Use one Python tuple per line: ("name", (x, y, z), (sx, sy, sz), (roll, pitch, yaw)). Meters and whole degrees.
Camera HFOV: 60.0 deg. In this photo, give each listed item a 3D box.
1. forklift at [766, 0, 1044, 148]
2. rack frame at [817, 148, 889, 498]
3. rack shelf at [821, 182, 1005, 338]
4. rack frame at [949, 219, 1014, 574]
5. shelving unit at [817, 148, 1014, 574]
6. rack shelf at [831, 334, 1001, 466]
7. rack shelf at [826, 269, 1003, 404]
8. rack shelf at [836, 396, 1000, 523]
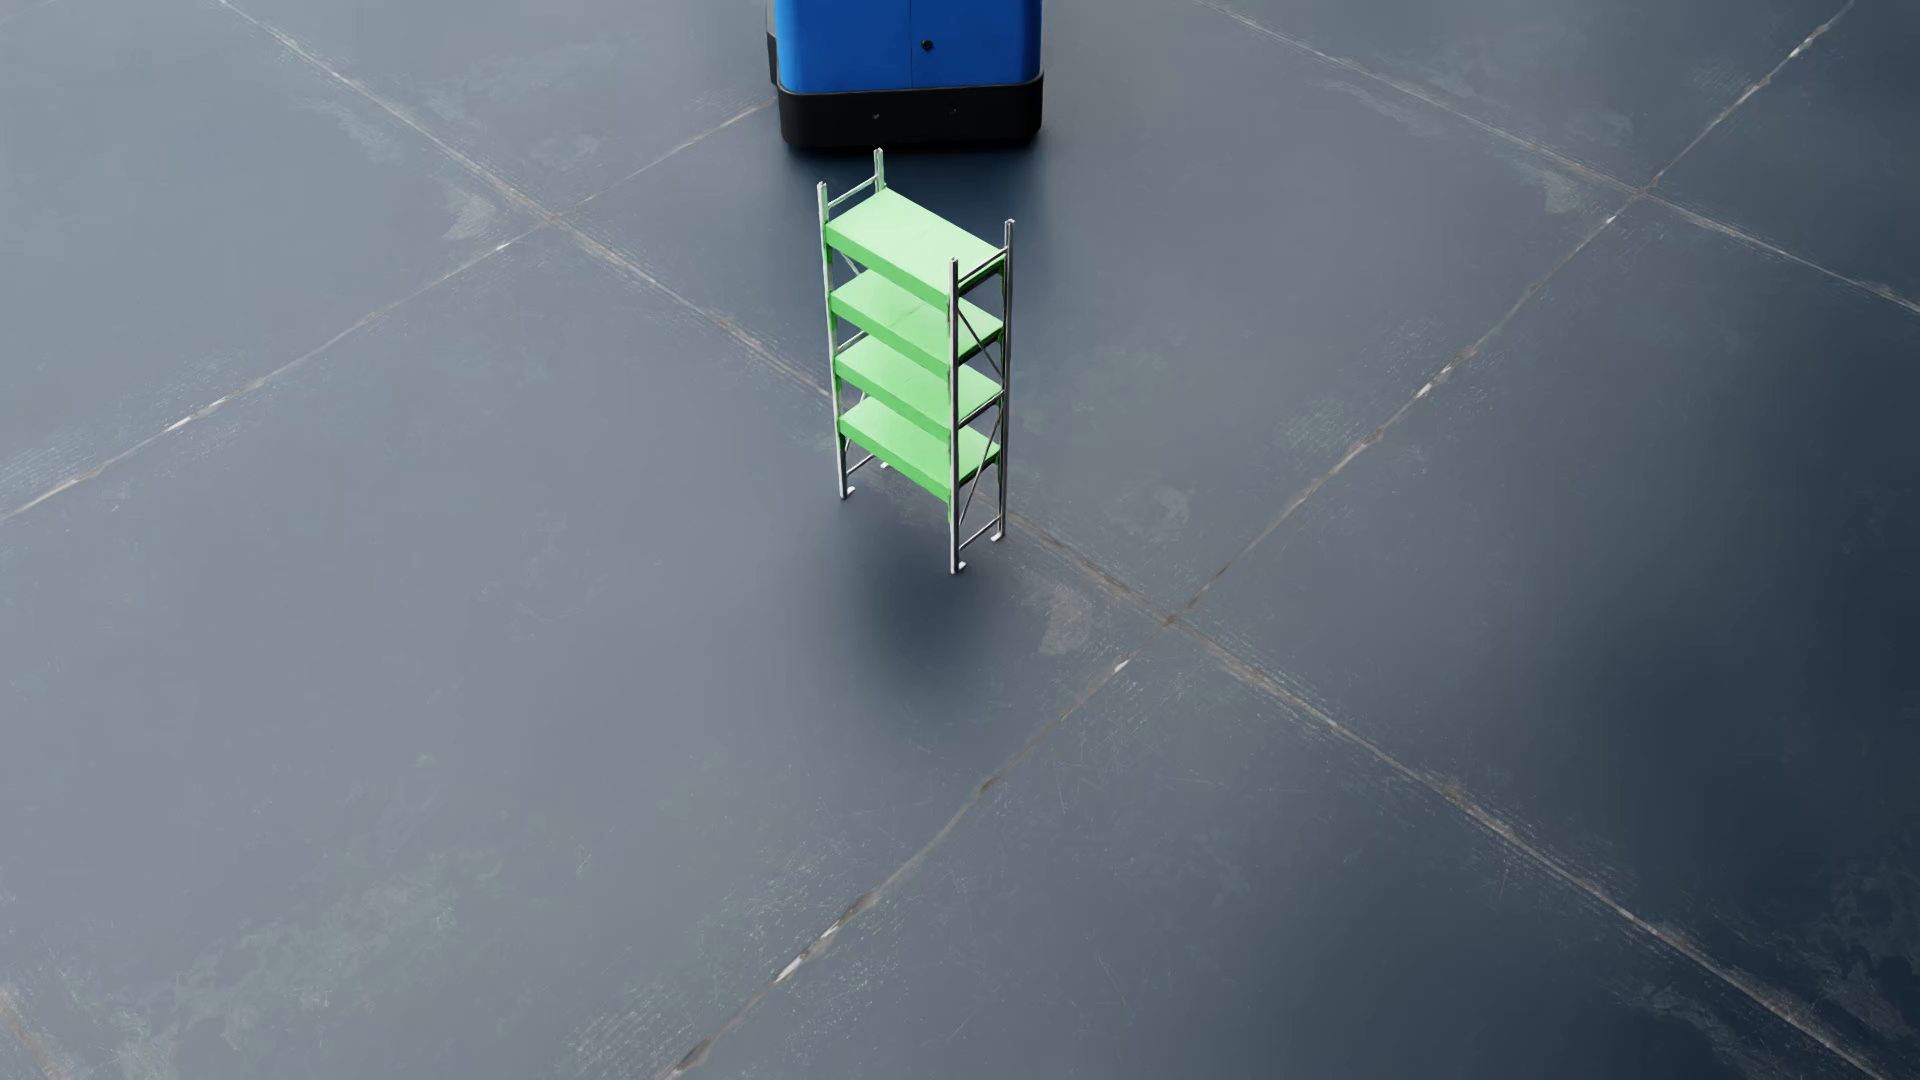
("forklift", (-0.315, -3.640, 6.657), (1.130, 2.935, 3.031), (-4, 47, -3))
("rack frame", (-0.301, -0.613, 5.003), (0.015, 1.200, 0.240), (34, 55, 28))
("rack shelf", (-0.122, -0.777, 4.586), (0.480, 0.148, 0.258), (34, 55, 28))
("rack frame", (0.058, -0.372, 4.776), (0.015, 1.200, 0.240), (34, 55, 28))
("shelving unit", (-0.122, -0.493, 4.889), (0.503, 1.200, 0.258), (34, 55, 28))
("rack shelf", (-0.122, -0.449, 4.936), (0.480, 0.148, 0.258), (34, 55, 28))
("rack shelf", (-0.122, -0.613, 4.761), (0.480, 0.148, 0.258), (34, 55, 28))
("rack shelf", (-0.122, -0.285, 5.111), (0.480, 0.148, 0.258), (34, 55, 28))
